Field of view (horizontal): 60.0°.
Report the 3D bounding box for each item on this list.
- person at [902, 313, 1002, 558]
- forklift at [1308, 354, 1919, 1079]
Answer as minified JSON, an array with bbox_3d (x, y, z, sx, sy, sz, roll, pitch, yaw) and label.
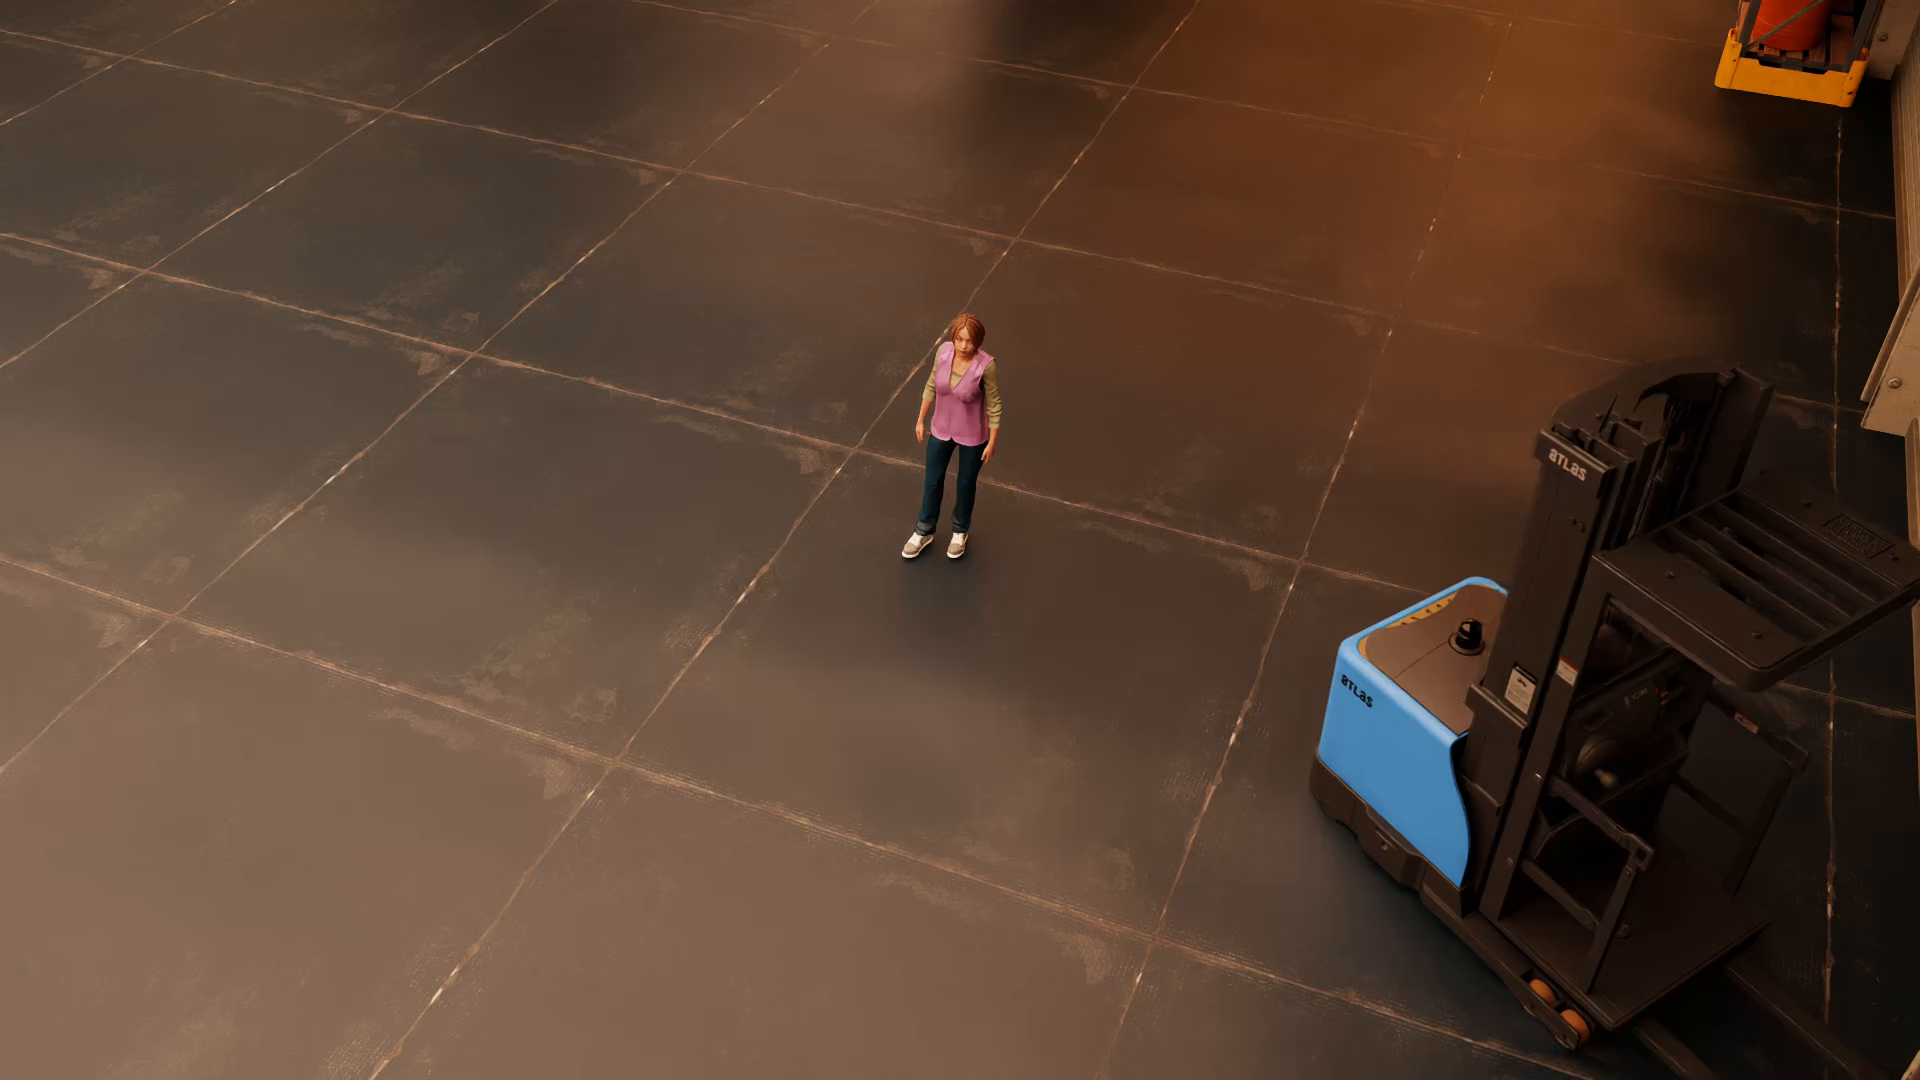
[{"bbox_3d":[-0.041,-0.578,9.724,0.520,1.597,0.476,15,42,17],"label":"person"},{"bbox_3d":[3.031,0.825,7.021,1.130,2.935,3.031,-22,45,-24],"label":"forklift"}]
